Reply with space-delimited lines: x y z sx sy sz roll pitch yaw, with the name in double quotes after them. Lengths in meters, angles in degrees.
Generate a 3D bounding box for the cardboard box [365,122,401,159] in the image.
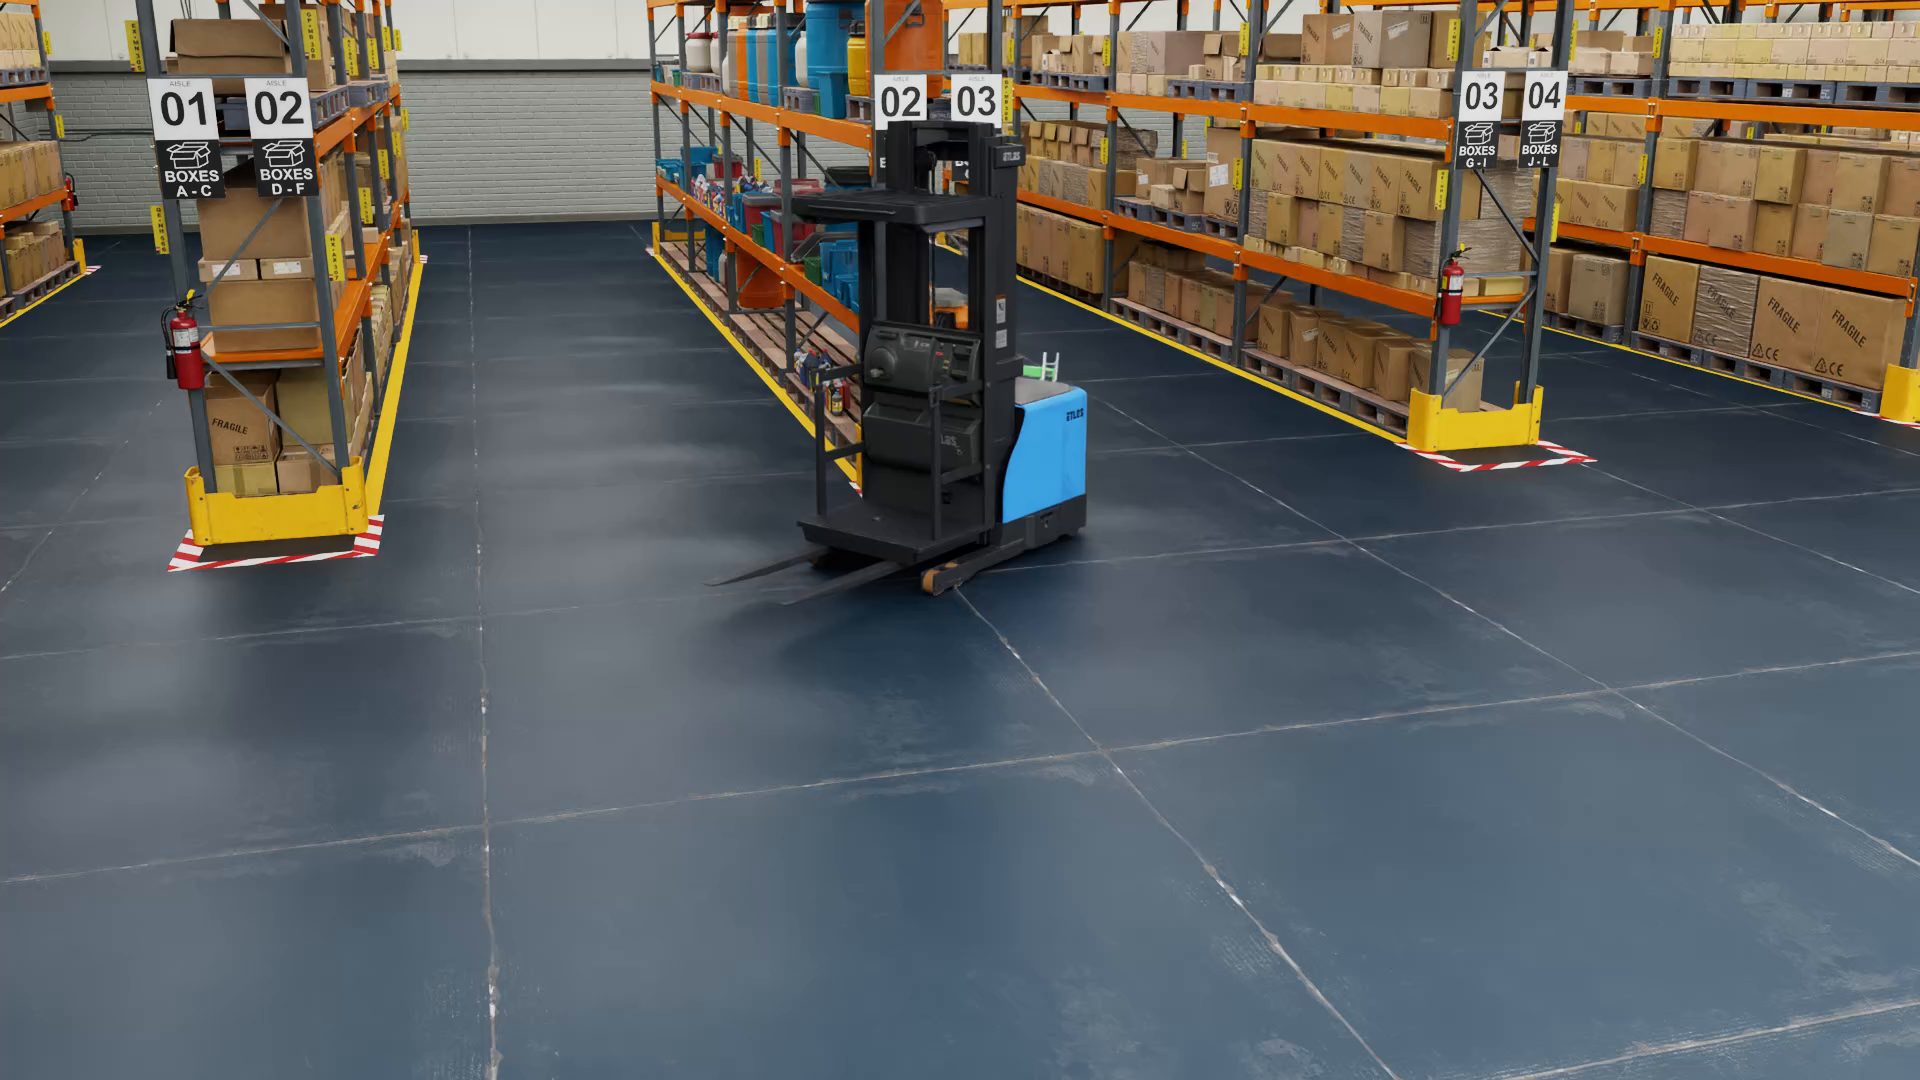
-8.380 -5.777 24.059 0.500 0.500 0.500 -5 17 -17 "cardboard box"

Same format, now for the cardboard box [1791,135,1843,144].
11.967 -5.377 23.219 0.500 0.500 0.500 -4 17 -12 "cardboard box"

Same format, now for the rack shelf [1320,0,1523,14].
6.634 -7.743 24.034 1.077 0.370 4.000 -5 17 -15 "rack shelf"

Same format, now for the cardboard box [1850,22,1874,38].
8.754 -4.865 15.868 0.380 0.149 0.250 -4 17 -14 "cardboard box"

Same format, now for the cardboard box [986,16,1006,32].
0.734 -8.235 26.557 0.500 0.250 0.500 -5 18 -17 "cardboard box"

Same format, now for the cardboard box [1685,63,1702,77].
8.130 -5.113 18.078 0.380 0.149 0.250 -5 17 -15 "cardboard box"

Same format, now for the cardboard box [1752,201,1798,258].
8.846 -3.270 17.362 0.875 0.550 0.500 -5 17 -15 "cardboard box"

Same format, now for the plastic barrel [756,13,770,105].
-1.804 -4.972 17.204 0.600 0.901 0.600 0 17 0 "plastic barrel"

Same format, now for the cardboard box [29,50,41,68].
-13.643 -6.959 24.048 0.500 0.250 0.500 -4 17 -14 "cardboard box"

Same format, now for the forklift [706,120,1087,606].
-0.384 -1.205 10.870 1.130 2.935 3.031 13 21 36 "forklift"

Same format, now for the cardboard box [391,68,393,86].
-8.544 -6.747 24.246 0.500 0.250 0.500 -5 17 -15 "cardboard box"

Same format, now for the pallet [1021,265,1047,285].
1.573 -4.052 25.075 1.003 0.211 1.213 -5 17 -15 "pallet"

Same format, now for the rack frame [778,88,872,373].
-1.276 -2.991 16.695 1.000 3.000 0.127 -5 17 -15 "rack frame"

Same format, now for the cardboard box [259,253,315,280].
-4.841 -1.978 12.021 0.380 0.149 0.250 -5 17 -16 "cardboard box"

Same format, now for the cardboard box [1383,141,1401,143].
6.599 -6.011 25.422 0.380 0.149 0.250 -5 17 -15 "cardboard box"

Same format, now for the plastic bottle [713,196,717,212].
-3.161 -4.366 21.618 0.097 0.201 0.097 0 17 0 "plastic bottle"

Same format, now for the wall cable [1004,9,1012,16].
1.949 -12.952 33.837 2.277 5.999 0.120 -5 17 -15 "wall cable"

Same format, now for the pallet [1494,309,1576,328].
7.660 -2.957 21.428 1.003 0.211 1.213 -5 17 -15 "pallet"

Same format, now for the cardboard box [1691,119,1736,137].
11.373 -6.063 25.009 0.500 0.500 0.500 -4 17 -14 "cardboard box"

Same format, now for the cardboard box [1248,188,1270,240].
3.551 -3.443 17.510 0.875 0.500 0.500 -5 17 -15 "cardboard box"

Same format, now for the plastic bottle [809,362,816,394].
-1.396 -1.543 15.833 0.061 0.283 0.133 -4 17 -13 "plastic bottle"

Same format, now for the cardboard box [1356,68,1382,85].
3.859 -4.244 15.221 0.380 0.149 0.250 -6 18 -18 "cardboard box"

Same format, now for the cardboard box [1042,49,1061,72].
1.503 -6.880 23.852 0.500 0.311 0.500 -5 18 -17 "cardboard box"

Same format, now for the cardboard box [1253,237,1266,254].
3.313 -3.109 17.524 0.380 0.149 0.250 -5 17 -15 "cardboard box"

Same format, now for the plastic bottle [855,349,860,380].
-0.960 -1.766 16.457 0.144 0.351 0.185 -5 17 -15 "plastic bottle"

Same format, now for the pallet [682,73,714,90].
-3.165 -6.341 22.961 1.213 0.211 1.003 -5 17 -15 "pallet"

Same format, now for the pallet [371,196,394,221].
-7.677 -4.152 20.895 1.003 0.211 1.213 -5 17 -15 "pallet"

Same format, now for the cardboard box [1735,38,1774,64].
8.428 -5.066 17.230 0.500 0.250 0.500 -5 17 -16 "cardboard box"

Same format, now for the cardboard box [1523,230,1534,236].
7.265 -3.801 22.573 1.050 0.750 0.750 -5 17 -16 "cardboard box"

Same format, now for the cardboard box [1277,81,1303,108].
3.514 -4.456 16.621 0.500 0.250 0.500 -5 17 -16 "cardboard box"

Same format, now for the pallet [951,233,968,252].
0.484 -5.151 28.734 1.003 0.211 1.213 -5 17 -15 "pallet"

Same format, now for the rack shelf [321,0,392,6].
-8.787 -7.893 23.844 1.077 0.370 4.000 -5 17 -15 "rack shelf"

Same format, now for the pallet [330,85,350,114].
-5.780 -3.760 14.197 1.003 0.211 1.213 -5 17 -15 "pallet"

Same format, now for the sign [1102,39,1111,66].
1.851 -6.169 21.026 0.100 0.325 0.005 -5 17 -15 "sign"

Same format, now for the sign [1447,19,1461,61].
4.047 -4.098 13.628 0.100 0.325 0.005 -5 17 -15 "sign"

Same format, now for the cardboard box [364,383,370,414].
-5.574 -1.234 14.897 0.500 0.250 0.500 -5 17 -15 "cardboard box"

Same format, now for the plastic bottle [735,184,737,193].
-3.170 -5.010 23.762 0.097 0.201 0.097 0 17 0 "plastic bottle"

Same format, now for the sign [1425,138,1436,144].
10.623 -9.220 37.596 0.329 0.494 0.001 -5 17 -15 "sign"

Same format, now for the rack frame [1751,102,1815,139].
11.916 -5.272 24.290 1.000 3.000 0.127 -5 17 -15 "rack frame"

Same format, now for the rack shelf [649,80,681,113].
-4.024 -6.849 25.575 1.077 0.370 4.000 -5 17 -15 "rack shelf"

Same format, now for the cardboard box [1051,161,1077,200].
1.597 -5.076 23.463 0.500 0.500 0.500 -4 17 -14 "cardboard box"

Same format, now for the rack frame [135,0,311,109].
-4.940 -4.367 10.848 1.000 3.000 0.127 -5 17 -15 "rack frame"

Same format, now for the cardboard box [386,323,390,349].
-6.479 -2.183 18.055 0.500 0.250 0.500 -4 17 -14 "cardboard box"

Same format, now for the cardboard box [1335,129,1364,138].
6.195 -6.773 26.856 0.500 0.500 0.500 -4 17 -14 "cardboard box"

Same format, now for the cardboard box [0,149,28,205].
-13.328 -4.918 22.588 0.980 0.700 0.700 -5 17 -17 "cardboard box"

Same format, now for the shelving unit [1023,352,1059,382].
0.418 -0.842 12.613 0.503 1.200 0.258 9 9 27 "shelving unit"

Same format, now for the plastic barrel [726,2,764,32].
-2.858 -6.621 21.966 0.600 0.901 0.708 -5 17 -15 "plastic barrel"

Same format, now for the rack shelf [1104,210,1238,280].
2.937 -3.591 19.943 1.077 0.370 4.000 -5 17 -15 "rack shelf"

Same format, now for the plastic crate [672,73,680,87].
-3.881 -6.632 23.971 0.450 0.188 0.662 -5 17 -15 "plastic crate"

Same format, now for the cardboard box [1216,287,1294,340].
3.339 -2.567 18.866 0.700 0.500 0.500 -6 18 -20 "cardboard box"

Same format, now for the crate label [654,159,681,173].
-4.822 -6.164 27.446 0.416 0.233 0.303 -5 17 -15 "crate label"

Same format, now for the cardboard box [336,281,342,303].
-5.626 -2.241 14.026 0.700 0.500 0.500 -4 17 -14 "cardboard box"

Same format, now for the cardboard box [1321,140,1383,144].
4.014 -3.811 16.995 0.500 0.500 0.500 -5 17 -15 "cardboard box"

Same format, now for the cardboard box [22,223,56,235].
-13.529 -4.564 24.419 0.380 0.149 0.250 -4 17 -14 "cardboard box"

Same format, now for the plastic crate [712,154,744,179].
-3.478 -5.530 24.932 0.402 0.464 0.583 -5 17 -15 "plastic crate"

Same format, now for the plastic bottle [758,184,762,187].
-2.715 -4.719 22.663 0.152 0.276 0.135 -5 17 -15 "plastic bottle"
